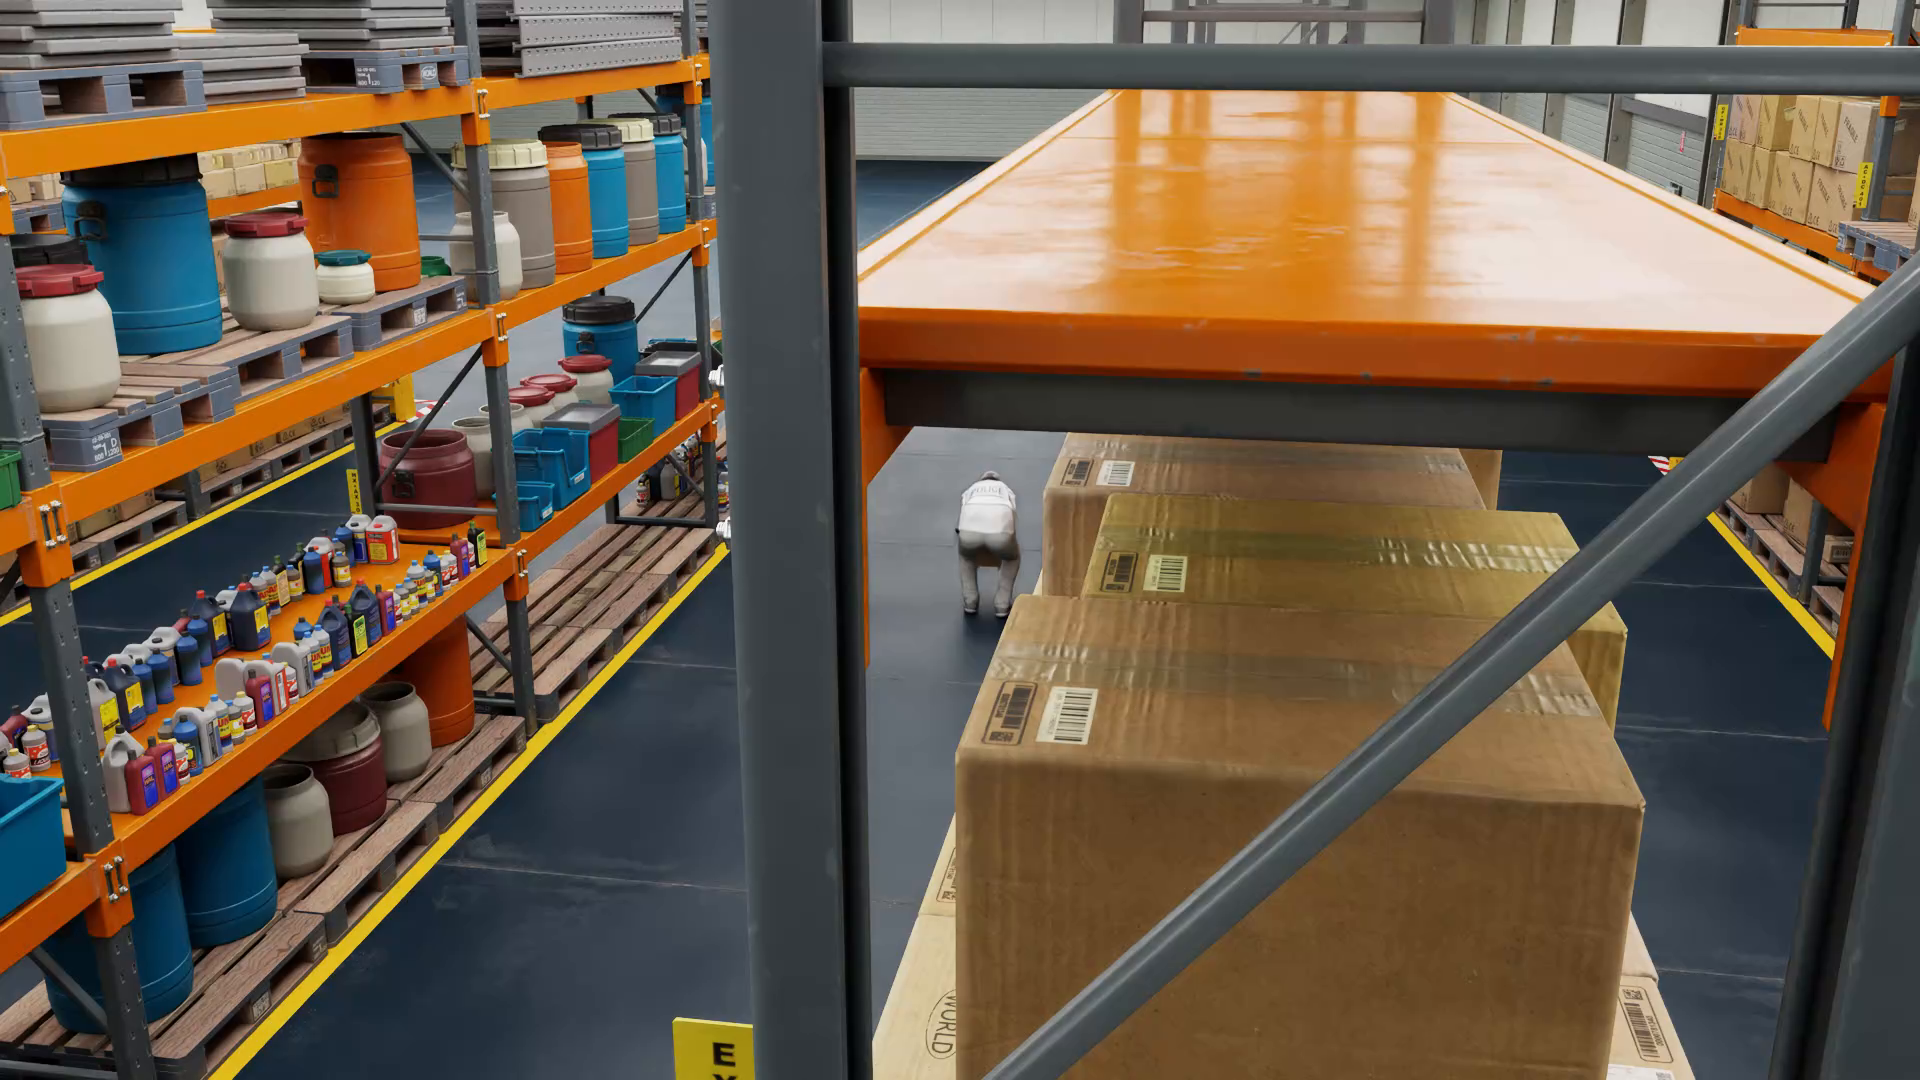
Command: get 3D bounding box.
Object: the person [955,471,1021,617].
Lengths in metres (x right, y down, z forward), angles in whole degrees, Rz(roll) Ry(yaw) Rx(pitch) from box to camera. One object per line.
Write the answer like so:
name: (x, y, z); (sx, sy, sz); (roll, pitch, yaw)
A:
person: (0.230, 0.040, 13.009); (0.503, 1.000, 0.937); (2, 18, 6)
